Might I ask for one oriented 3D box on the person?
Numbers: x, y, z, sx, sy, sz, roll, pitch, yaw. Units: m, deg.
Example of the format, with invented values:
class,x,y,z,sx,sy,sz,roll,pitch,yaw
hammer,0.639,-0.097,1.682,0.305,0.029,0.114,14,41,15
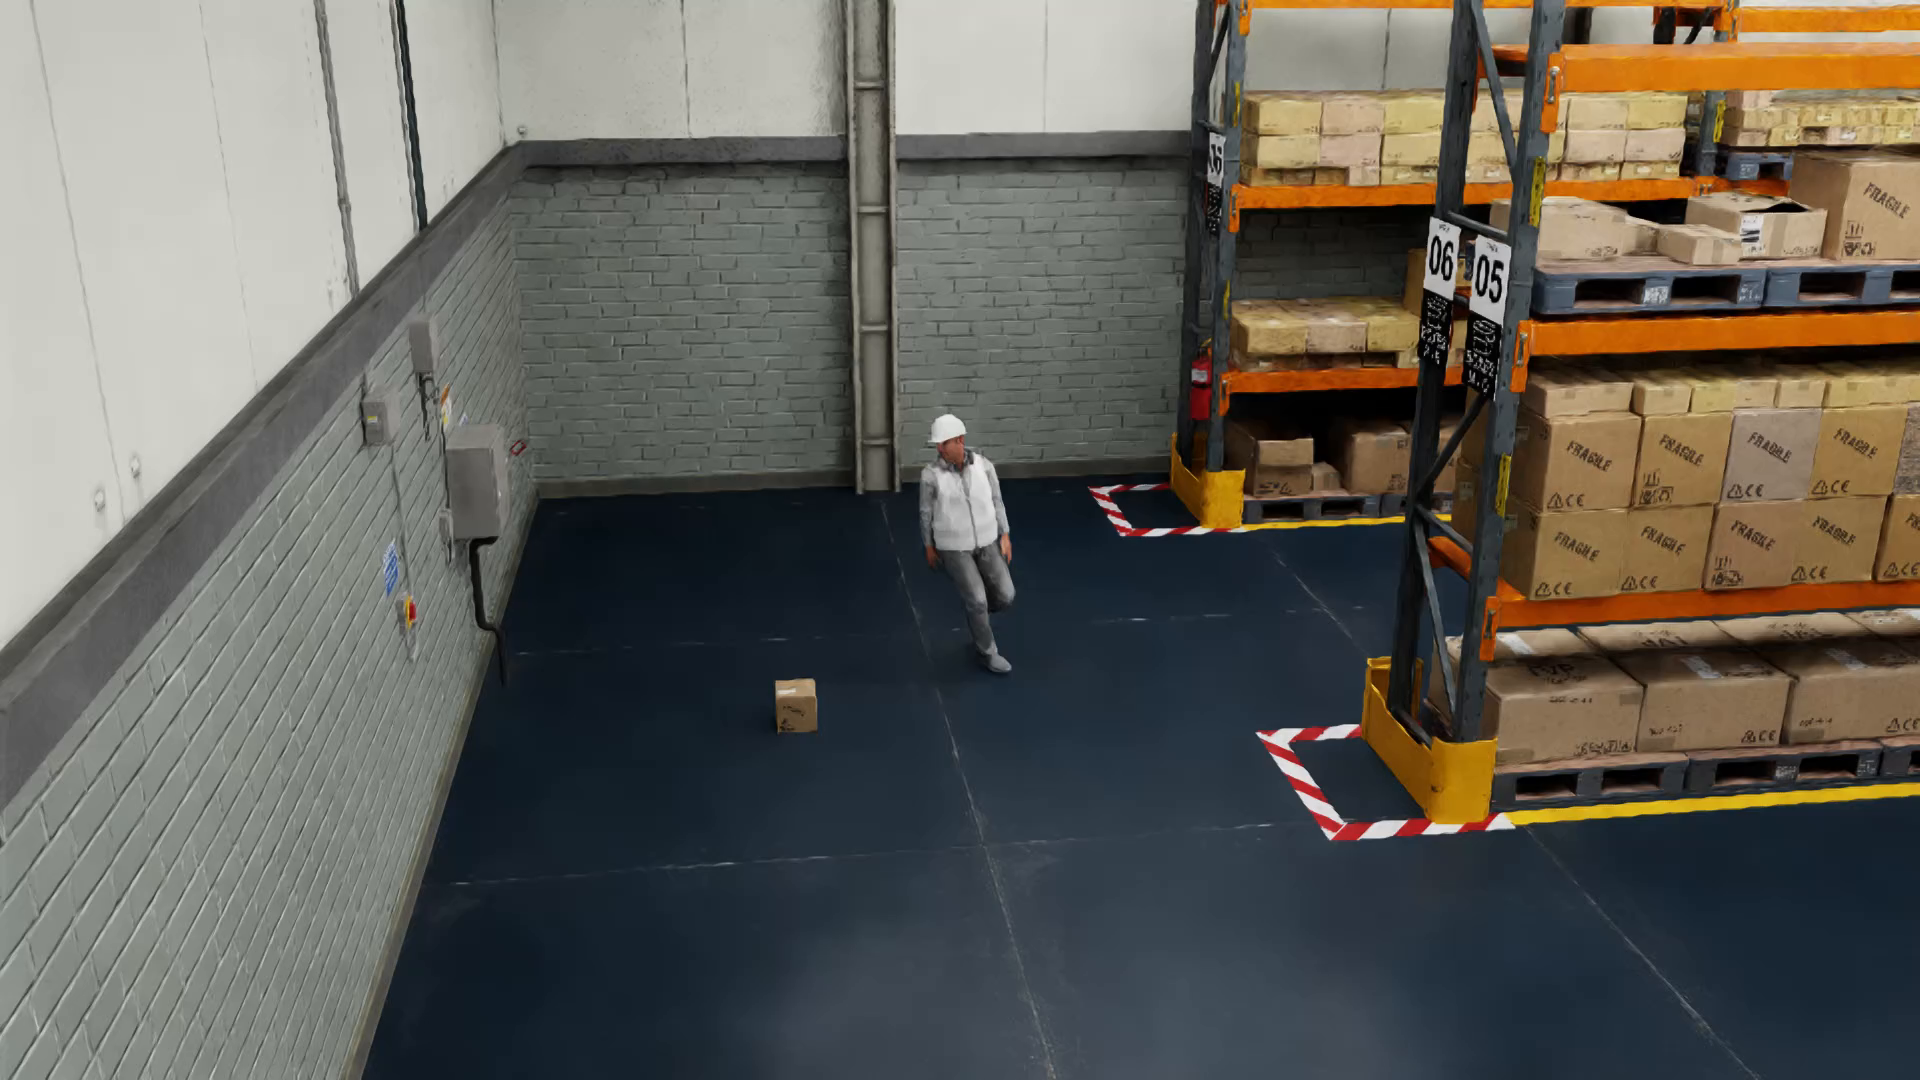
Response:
class,x,y,z,sx,sy,sz,roll,pitch,yaw
person,0.050,0.023,11.045,0.583,1.728,0.642,-8,21,-22
